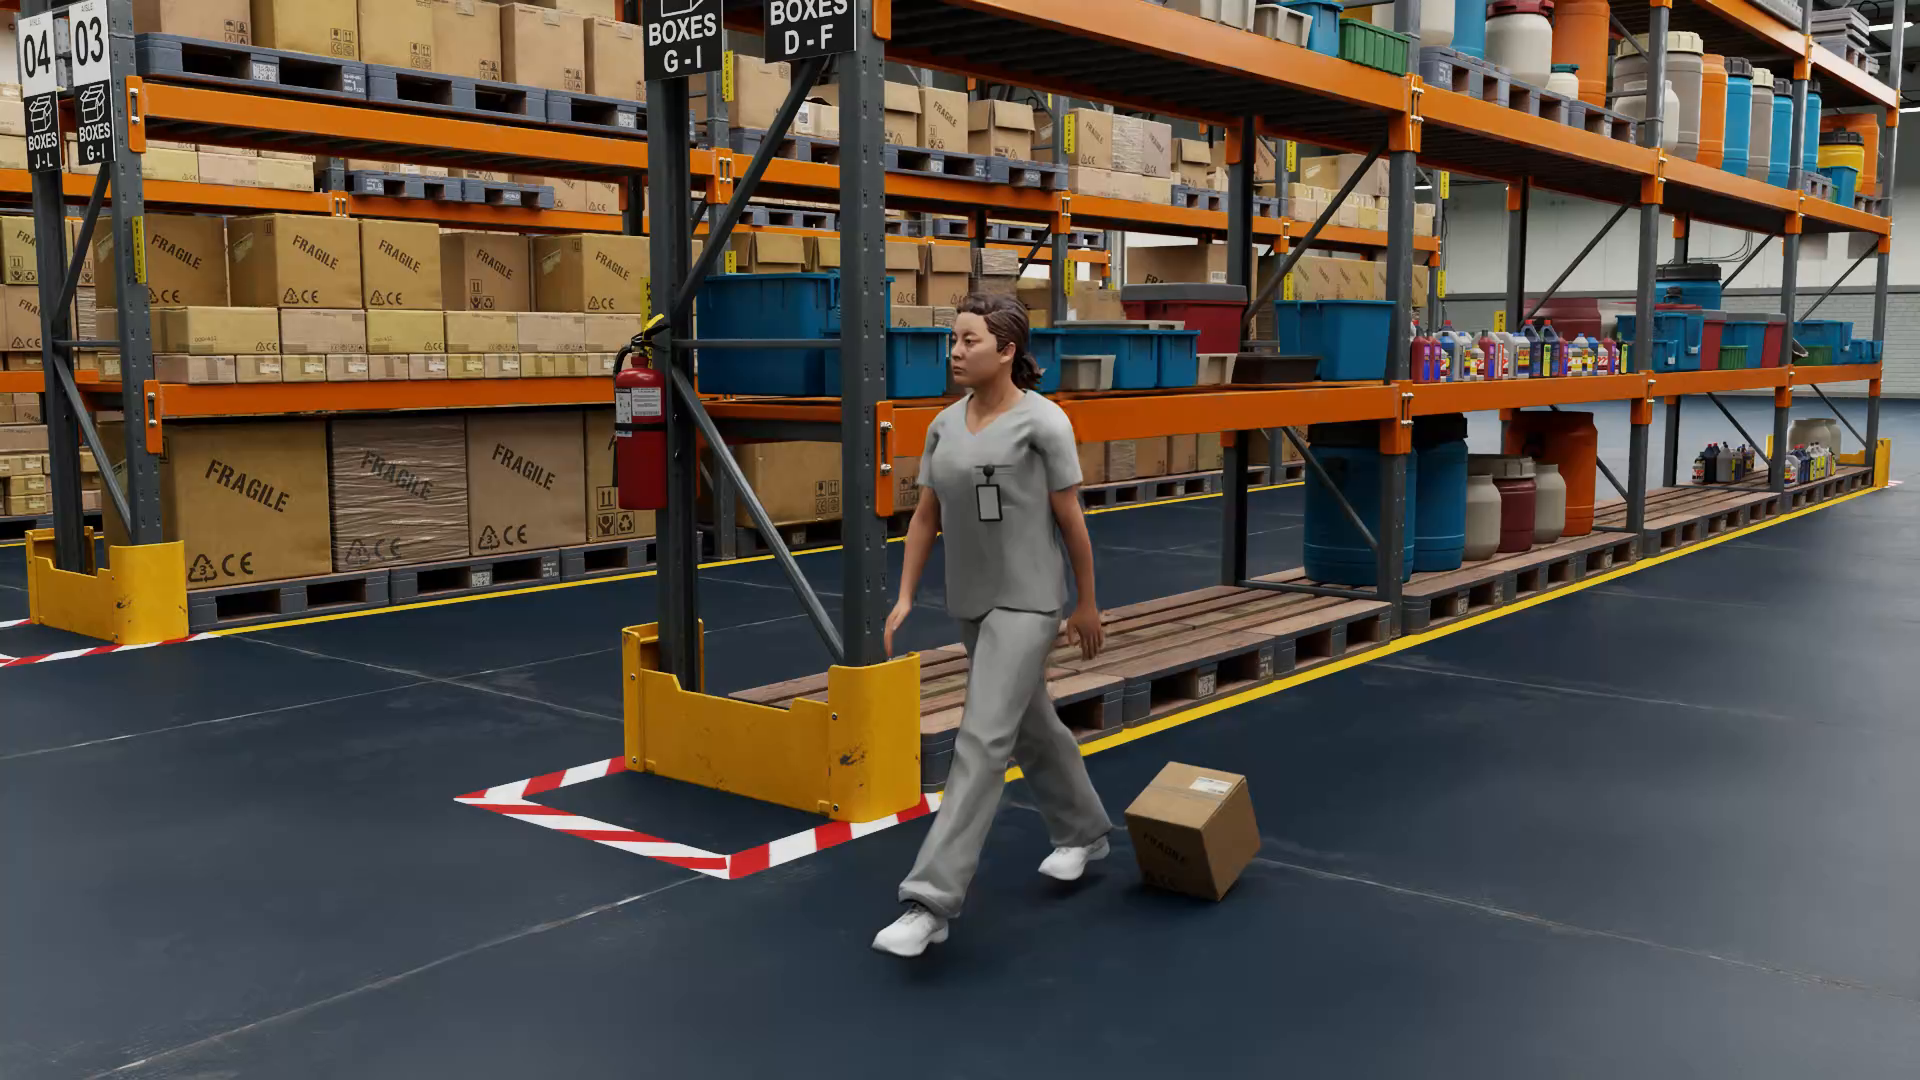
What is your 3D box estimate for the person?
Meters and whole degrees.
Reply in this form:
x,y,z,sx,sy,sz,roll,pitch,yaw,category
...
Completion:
x,y,z,sx,sy,sz,roll,pitch,yaw,category
0.051,0.166,4.309,0.453,1.597,1.053,7,9,44,person
